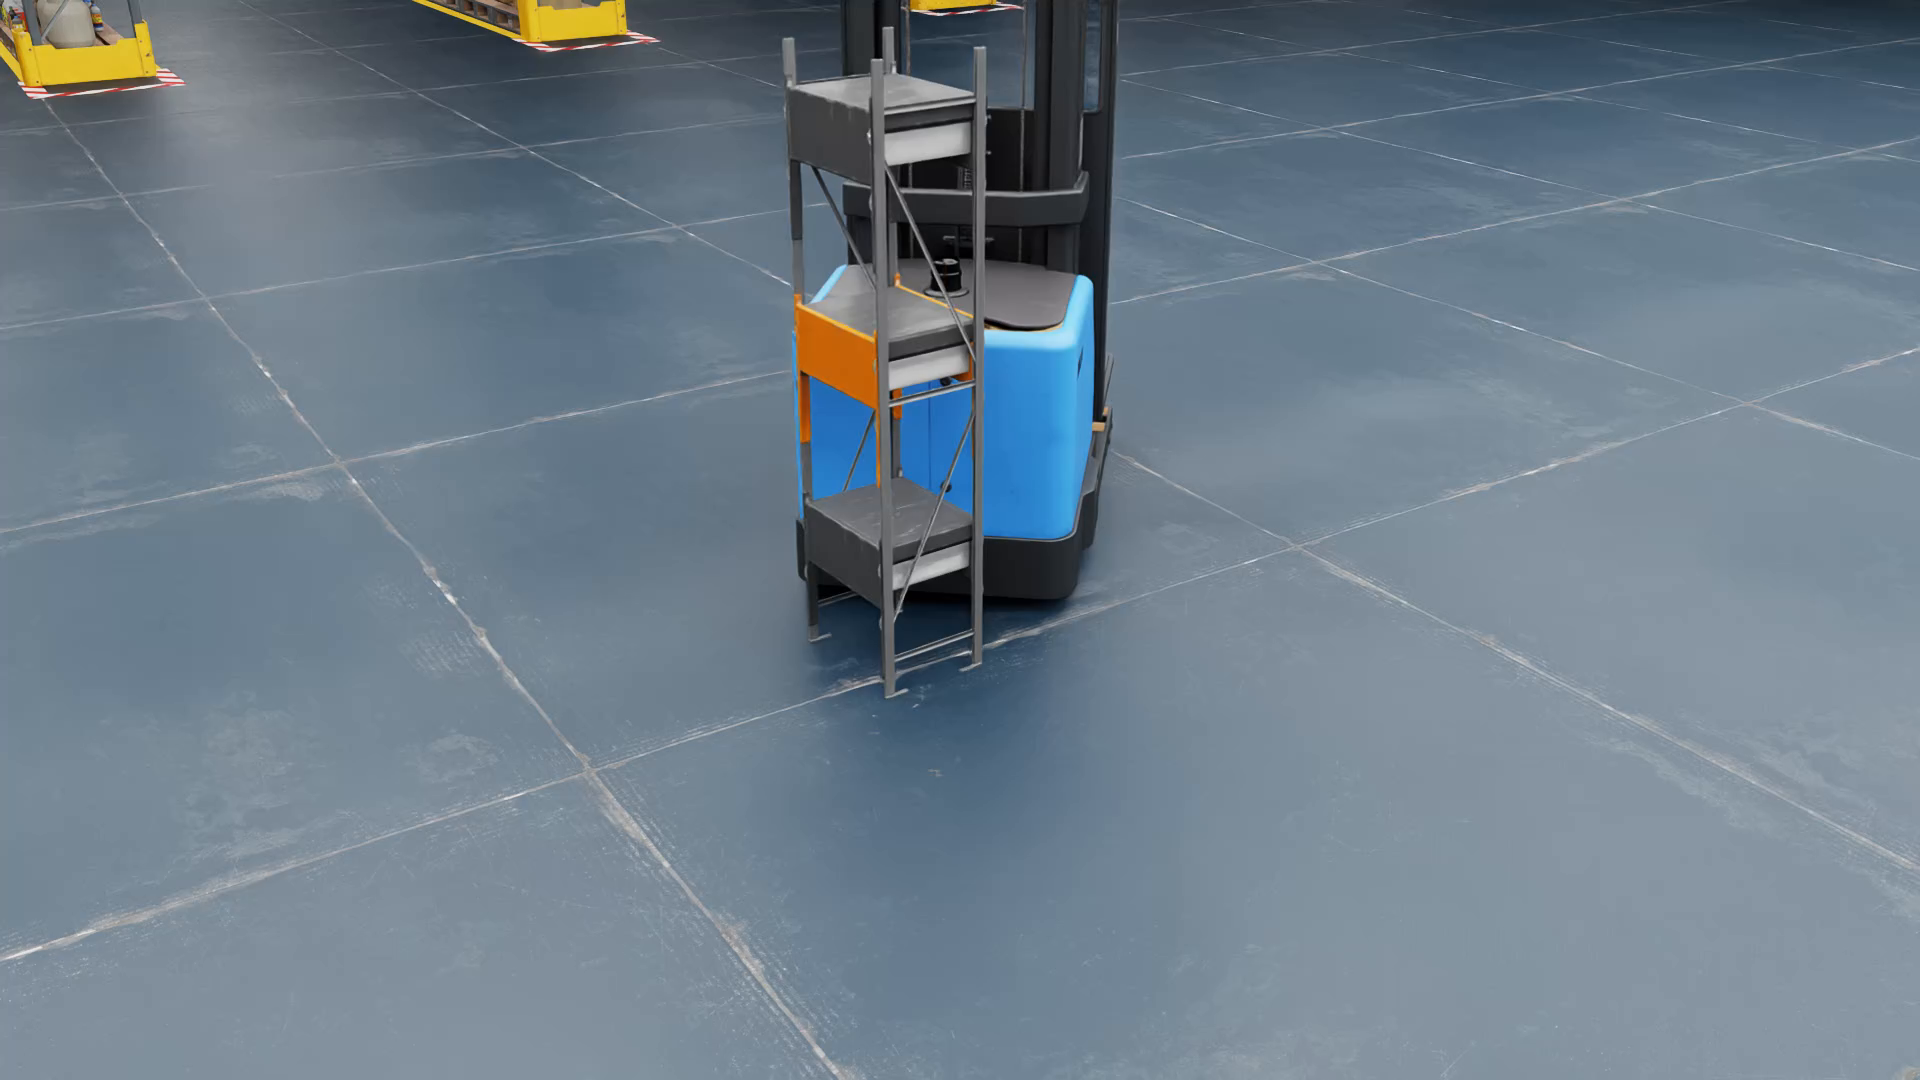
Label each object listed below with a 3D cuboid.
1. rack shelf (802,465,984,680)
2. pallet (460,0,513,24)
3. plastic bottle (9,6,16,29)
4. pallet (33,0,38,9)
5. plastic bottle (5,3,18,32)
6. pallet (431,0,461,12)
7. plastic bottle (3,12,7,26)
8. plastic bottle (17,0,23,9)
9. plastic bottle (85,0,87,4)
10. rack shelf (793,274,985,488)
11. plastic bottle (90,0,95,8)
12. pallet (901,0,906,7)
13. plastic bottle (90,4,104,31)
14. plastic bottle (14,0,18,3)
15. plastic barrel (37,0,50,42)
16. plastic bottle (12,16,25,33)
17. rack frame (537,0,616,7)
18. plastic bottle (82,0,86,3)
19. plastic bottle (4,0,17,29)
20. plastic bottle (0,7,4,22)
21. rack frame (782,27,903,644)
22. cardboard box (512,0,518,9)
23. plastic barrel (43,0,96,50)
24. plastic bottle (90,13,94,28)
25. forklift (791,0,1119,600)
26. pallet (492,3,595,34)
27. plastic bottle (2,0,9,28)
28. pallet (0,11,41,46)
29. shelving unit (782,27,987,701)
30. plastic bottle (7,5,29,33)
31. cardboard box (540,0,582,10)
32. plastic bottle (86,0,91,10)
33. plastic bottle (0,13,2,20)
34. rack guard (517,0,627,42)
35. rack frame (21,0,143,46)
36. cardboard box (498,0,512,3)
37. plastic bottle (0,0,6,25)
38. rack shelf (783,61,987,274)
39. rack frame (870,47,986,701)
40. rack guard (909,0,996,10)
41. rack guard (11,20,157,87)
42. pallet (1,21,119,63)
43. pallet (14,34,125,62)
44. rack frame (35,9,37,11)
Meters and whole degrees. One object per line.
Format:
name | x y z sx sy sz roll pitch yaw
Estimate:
rack shelf | -0.233 0.101 5.747 0.431 0.518 0.480 -17 30 -32
pallet | -5.439 -6.538 20.352 1.003 0.211 1.213 -16 29 -30
plastic bottle | -9.921 -5.445 17.438 0.061 0.283 0.133 -15 29 -28
pallet | -11.117 -6.324 19.899 1.003 0.211 1.213 -16 29 -30
plastic bottle | -10.032 -5.551 17.670 0.152 0.276 0.135 -16 30 -31
pallet | -6.110 -6.975 21.277 1.003 0.211 1.213 -16 29 -30
plastic bottle | -10.325 -5.687 18.046 0.097 0.201 0.097 0 25 0
plastic bottle | -10.117 -5.719 18.026 0.152 0.276 0.135 -16 29 -30
plastic bottle | -9.442 -5.727 18.049 0.097 0.271 0.097 0 25 0
rack shelf | -0.233 -0.532 5.449 0.431 0.518 0.480 -17 30 -32
plastic bottle | -9.309 -5.660 17.891 0.061 0.283 0.133 -15 29 -29
pallet | -0.613 -7.163 21.677 1.003 0.211 1.213 -16 29 -30
plastic bottle | -9.201 -5.569 17.713 0.097 0.271 0.097 0 25 0
plastic bottle | -10.382 -5.869 18.350 0.097 0.271 0.097 0 25 0
plastic barrel | -9.169 -5.344 16.980 0.421 0.512 0.421 0 25 0
plastic bottle | -9.842 -5.371 17.376 0.097 0.201 0.097 0 25 0
rack frame | -4.322 -7.037 18.142 1.000 3.000 0.127 -16 29 -30
plastic bottle | -9.553 -5.800 18.202 0.097 0.271 0.097 0 25 0
plastic bottle | -10.126 -5.643 17.777 0.144 0.351 0.185 -14 29 -27
plastic bottle | -10.460 -5.861 18.240 0.144 0.351 0.185 -17 30 -32
rack frame | -0.376 -0.628 5.621 0.400 2.100 0.015 -17 30 -32
cardboard box | -5.004 -6.529 19.504 0.500 0.500 0.500 -8 26 -16
plastic barrel | -8.895 -5.165 16.600 0.421 0.512 0.421 0 25 0
plastic bottle | -9.257 -5.574 17.807 0.097 0.201 0.097 0 25 0
forklift | 0.112 -1.705 6.929 1.130 2.935 3.031 4 26 8
pallet | -4.778 -6.102 19.428 1.003 0.211 1.213 -16 29 -30
plastic bottle | -10.228 -5.709 17.918 0.144 0.351 0.185 -16 30 -30
pallet | -10.324 -5.802 18.794 1.003 0.211 1.213 -16 29 -30
shelving unit | -0.233 -0.544 5.443 0.431 2.100 0.503 -17 30 -32
plastic bottle | -9.957 -5.501 17.564 0.152 0.276 0.135 -15 29 -29
cardboard box | -4.649 -6.324 19.068 0.500 0.500 0.500 -10 27 -20
plastic bottle | -9.388 -5.691 17.973 0.097 0.271 0.097 0 25 0
plastic bottle | -10.563 -5.929 18.383 0.144 0.351 0.185 -15 29 -28
rack guard | -4.364 -5.934 18.734 1.175 0.500 0.348 -16 29 -30
rack frame | -8.472 -5.883 15.697 1.000 3.000 0.127 -16 29 -30
cardboard box | -5.330 -6.758 19.988 0.500 0.500 0.500 -13 28 -25
plastic bottle | -10.404 -5.762 18.109 0.061 0.283 0.133 -14 29 -27
rack shelf | -0.233 -1.165 5.150 0.431 0.518 0.480 -17 30 -32
rack frame | -0.089 -0.460 5.264 0.400 2.100 0.015 -17 30 -32
rack guard | -0.098 -7.018 21.030 1.175 0.500 0.348 -16 29 -30
rack guard | -8.553 -4.768 16.265 1.175 0.500 0.348 -16 29 -30
pallet | -9.654 -5.366 17.869 1.003 0.211 1.213 -16 29 -30
pallet | -8.992 -4.930 16.945 1.003 0.211 1.213 -16 29 -30
rack frame | -10.656 -7.313 18.728 1.000 3.000 0.127 -16 29 -30
